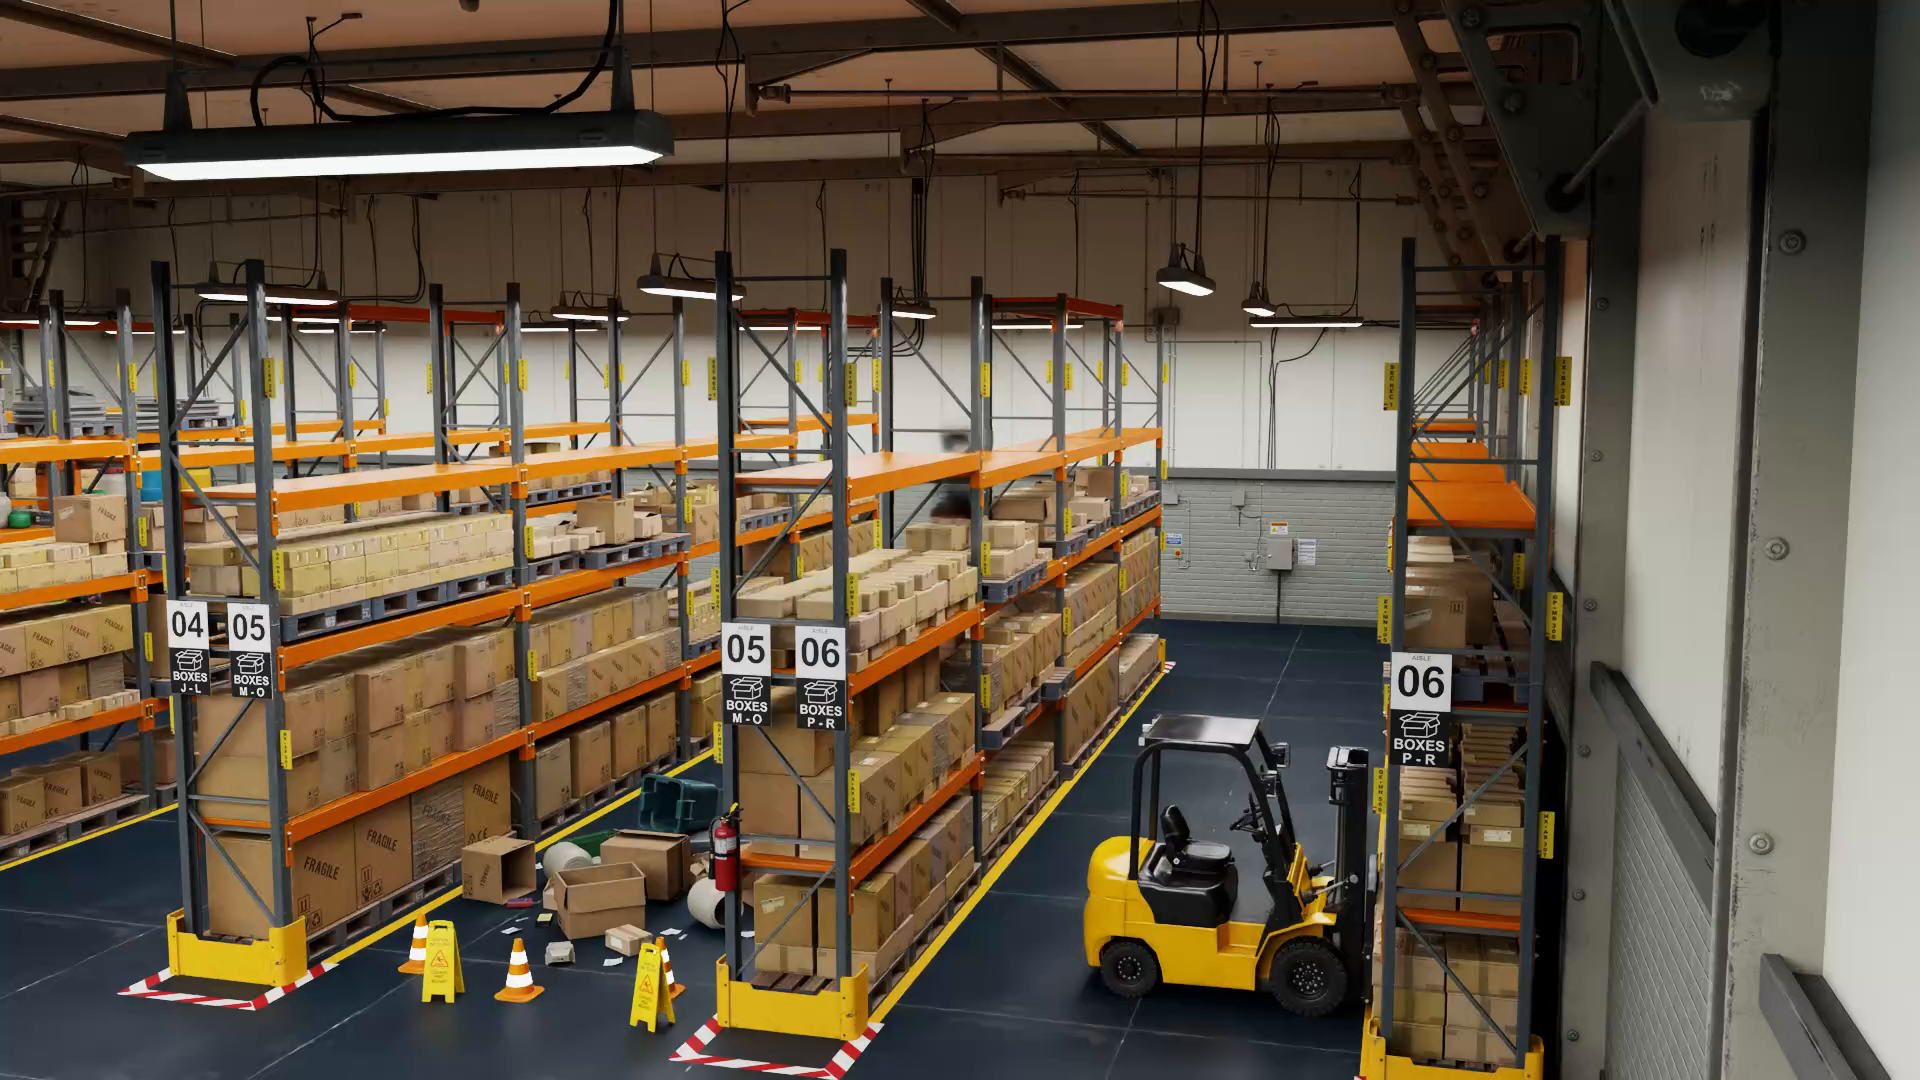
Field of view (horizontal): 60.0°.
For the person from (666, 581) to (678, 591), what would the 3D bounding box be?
[{"bbox_3d":[-4.560,1.533,26.419,0.648,1.773,0.954,2,6,20],"label":"person"}]
